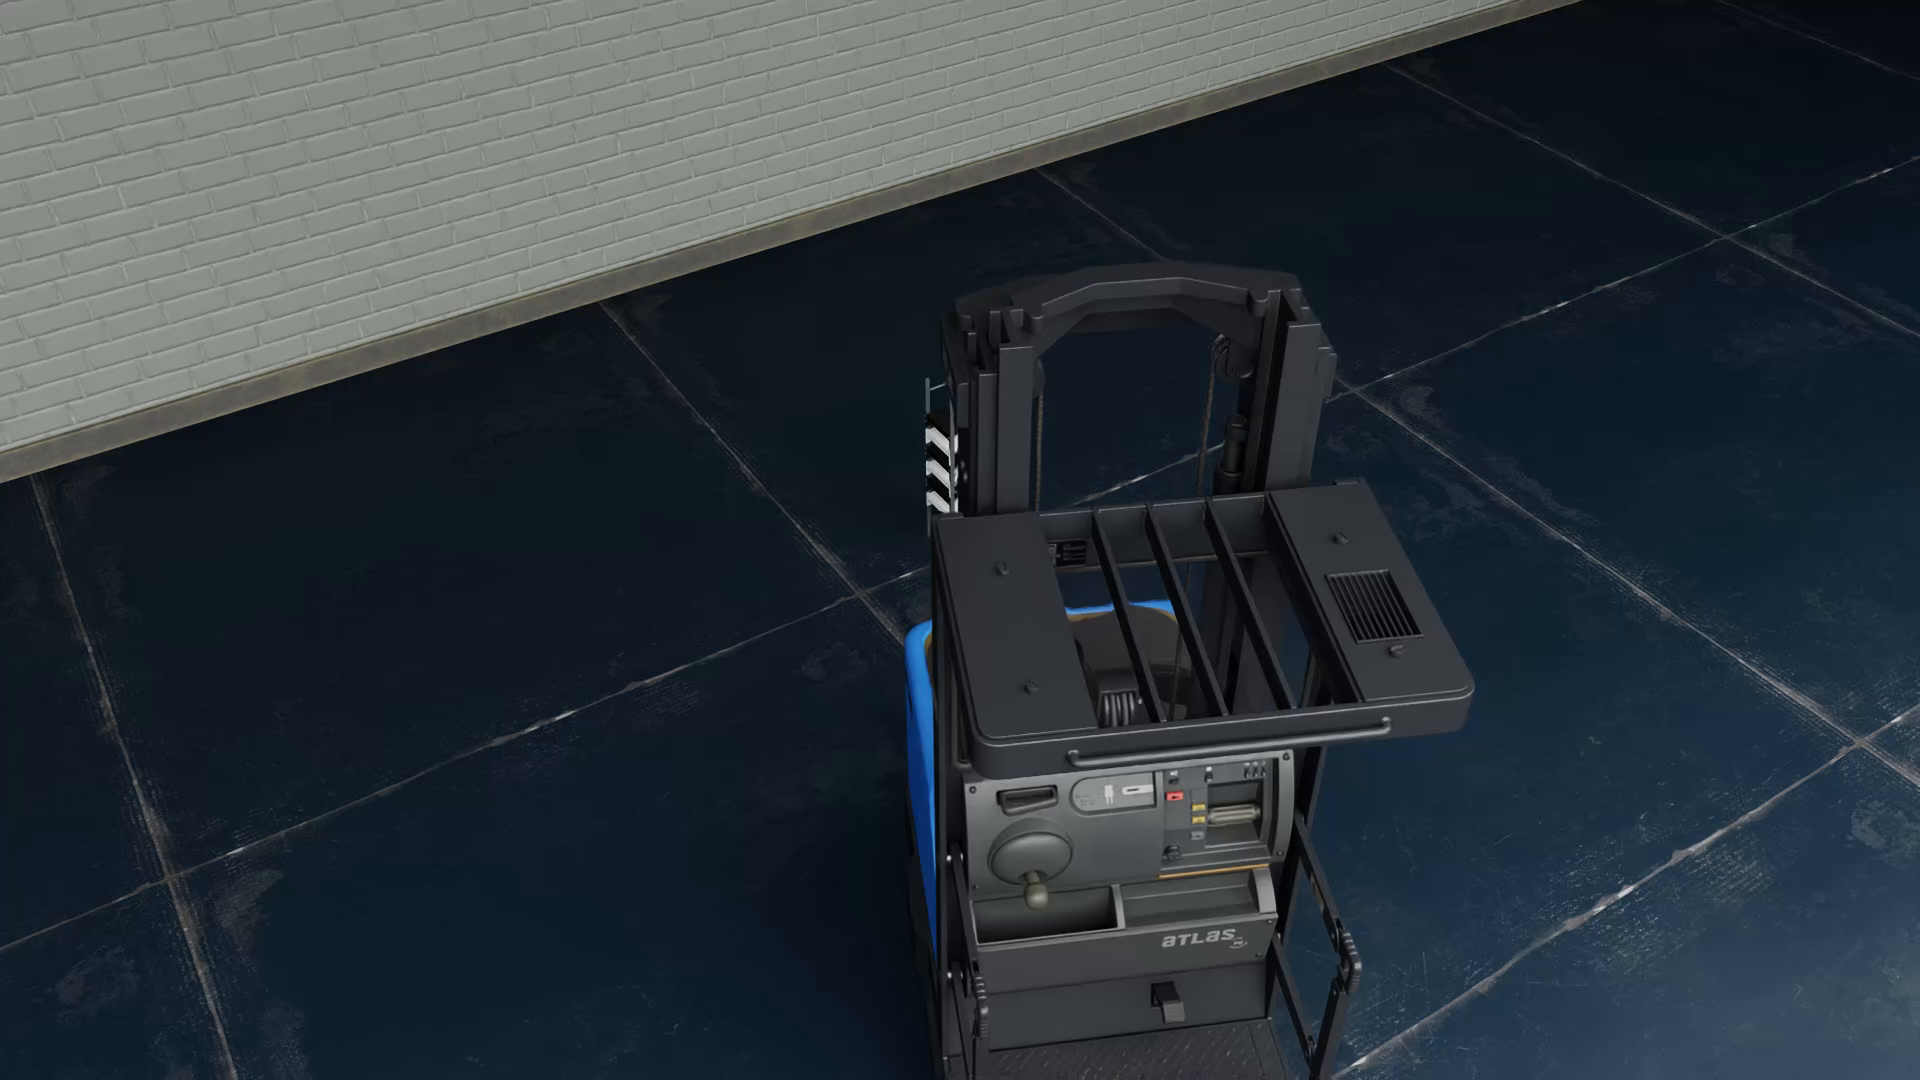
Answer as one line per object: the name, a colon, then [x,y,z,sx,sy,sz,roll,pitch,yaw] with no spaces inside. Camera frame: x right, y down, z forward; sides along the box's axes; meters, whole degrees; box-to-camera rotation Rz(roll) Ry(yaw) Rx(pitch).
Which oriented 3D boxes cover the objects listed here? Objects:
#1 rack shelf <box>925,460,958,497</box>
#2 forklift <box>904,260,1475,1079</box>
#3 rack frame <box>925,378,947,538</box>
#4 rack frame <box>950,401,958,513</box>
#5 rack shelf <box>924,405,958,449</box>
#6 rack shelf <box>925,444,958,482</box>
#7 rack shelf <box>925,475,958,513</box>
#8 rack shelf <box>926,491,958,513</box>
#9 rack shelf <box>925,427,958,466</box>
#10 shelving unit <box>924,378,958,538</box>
rack shelf: [0.004,-0.316,7.539,0.258,0.077,0.200,-22,45,-24]
forklift: [0.507,0.873,4.473,1.130,2.935,3.031,-5,40,-6]
rack frame: [-0.050,-0.396,7.583,0.240,0.900,0.006,-22,45,-24]
rack frame: [0.059,-0.286,7.451,0.240,0.900,0.006,-22,45,-24]
rack shelf: [0.004,-0.523,7.366,0.258,0.077,0.200,-22,45,-24]
rack shelf: [0.004,-0.385,7.481,0.258,0.077,0.200,-22,45,-24]
rack shelf: [0.004,-0.247,7.596,0.258,0.077,0.200,-22,45,-24]
rack shelf: [0.004,-0.177,7.654,0.258,0.077,0.200,-22,45,-24]
rack shelf: [0.004,-0.454,7.423,0.258,0.077,0.200,-22,45,-24]
shelving unit: [0.004,-0.341,7.517,0.258,0.900,0.210,-22,45,-24]
